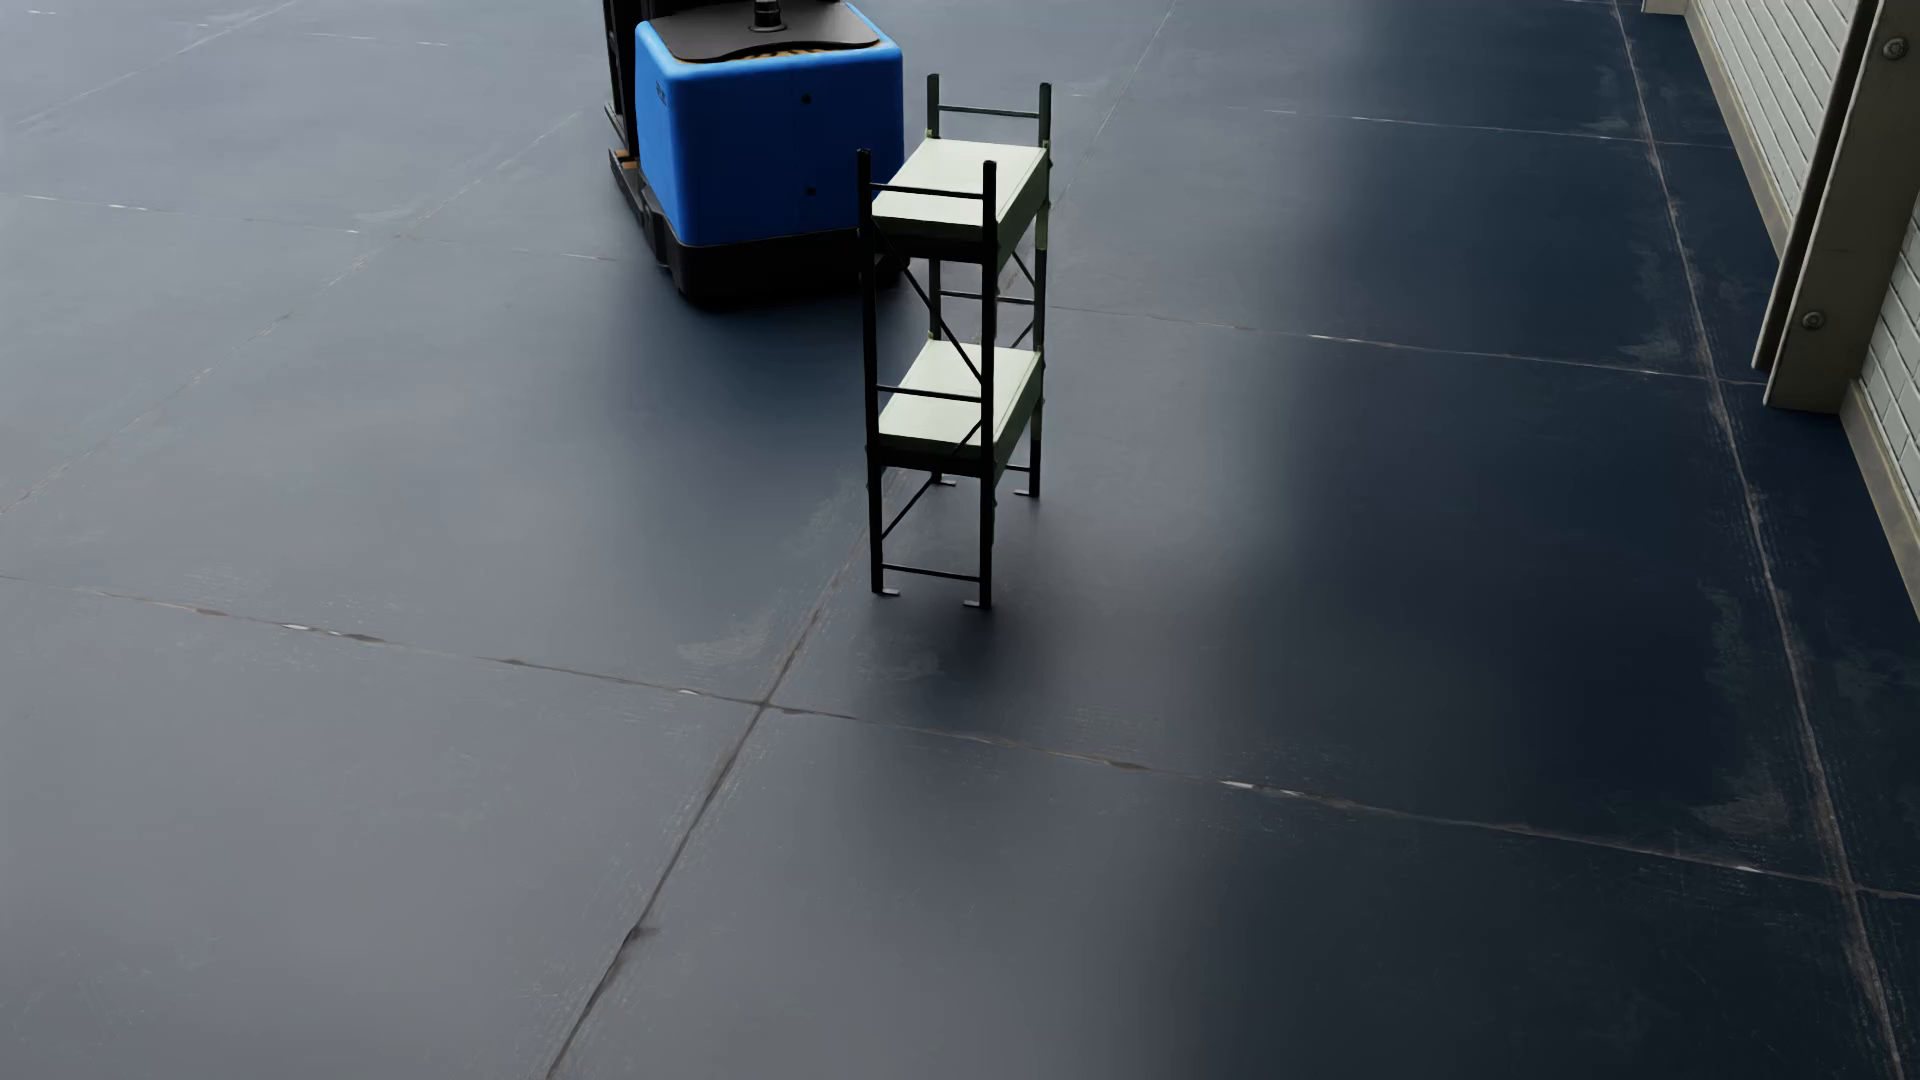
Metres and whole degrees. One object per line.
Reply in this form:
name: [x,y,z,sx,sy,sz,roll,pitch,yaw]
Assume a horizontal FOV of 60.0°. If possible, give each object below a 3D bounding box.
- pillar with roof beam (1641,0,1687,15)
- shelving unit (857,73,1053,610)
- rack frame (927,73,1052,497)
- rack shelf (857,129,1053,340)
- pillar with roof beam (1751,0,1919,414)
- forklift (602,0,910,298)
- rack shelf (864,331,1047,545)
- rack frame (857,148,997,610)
pillar with roof beam: [0.745,-8.110,10.119,9.100,9.000,0.400,8,33,12]
shelving unit: [-0.002,-0.629,5.342,0.431,1.500,0.755,8,33,12]
rack frame: [0.091,-0.819,5.641,0.400,1.500,0.023,8,33,12]
rack shelf: [-0.002,-0.959,5.133,0.431,0.370,0.720,8,33,12]
pillar with roof beam: [-0.778,-4.996,5.221,9.100,9.000,0.400,8,33,12]
forklift: [-1.194,-3.076,7.857,1.130,2.935,3.031,-11,34,-16]
rack shelf: [-0.002,-0.354,5.517,0.431,0.370,0.720,8,33,12]
rack frame: [-0.095,-0.440,5.043,0.400,1.500,0.023,8,33,12]
